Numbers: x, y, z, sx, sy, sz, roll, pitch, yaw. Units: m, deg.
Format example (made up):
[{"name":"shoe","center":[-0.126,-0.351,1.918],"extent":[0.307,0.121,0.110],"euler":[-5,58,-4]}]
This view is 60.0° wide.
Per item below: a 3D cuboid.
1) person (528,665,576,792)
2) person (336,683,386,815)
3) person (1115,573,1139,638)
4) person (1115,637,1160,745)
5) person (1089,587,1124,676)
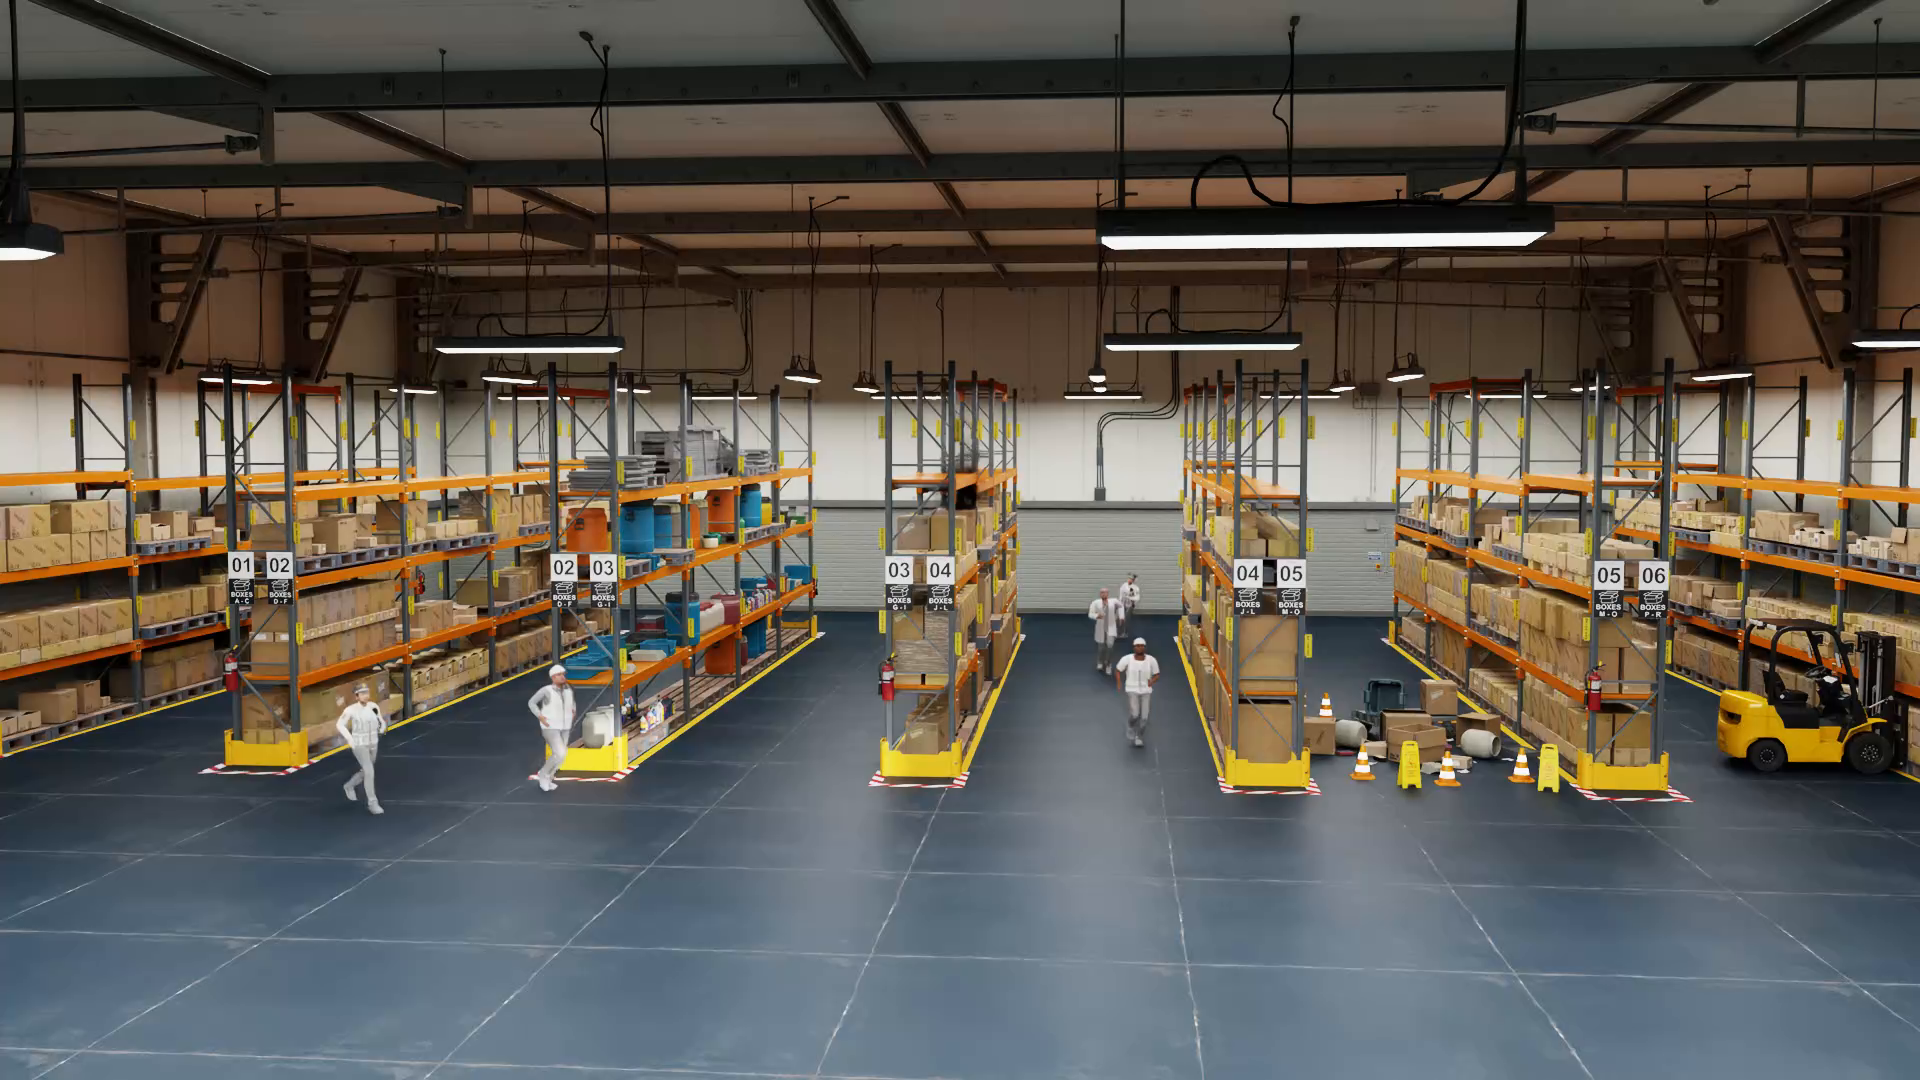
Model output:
[{"name":"person","center":[-5.591,2.605,23.094],"extent":[0.591,1.743,0.682],"euler":[3,5,39]},{"name":"person","center":[-7.856,2.719,21.937],"extent":[0.836,1.710,0.604],"euler":[3,5,37]},{"name":"person","center":[3.933,1.578,39.508],"extent":[0.743,1.638,0.722],"euler":[2,4,22]},{"name":"person","center":[2.824,2.402,26.254],"extent":[0.690,1.721,0.597],"euler":[0,4,-4]},{"name":"person","center":[3.015,1.868,34.222],"extent":[0.728,1.805,0.965],"euler":[0,4,8]}]
